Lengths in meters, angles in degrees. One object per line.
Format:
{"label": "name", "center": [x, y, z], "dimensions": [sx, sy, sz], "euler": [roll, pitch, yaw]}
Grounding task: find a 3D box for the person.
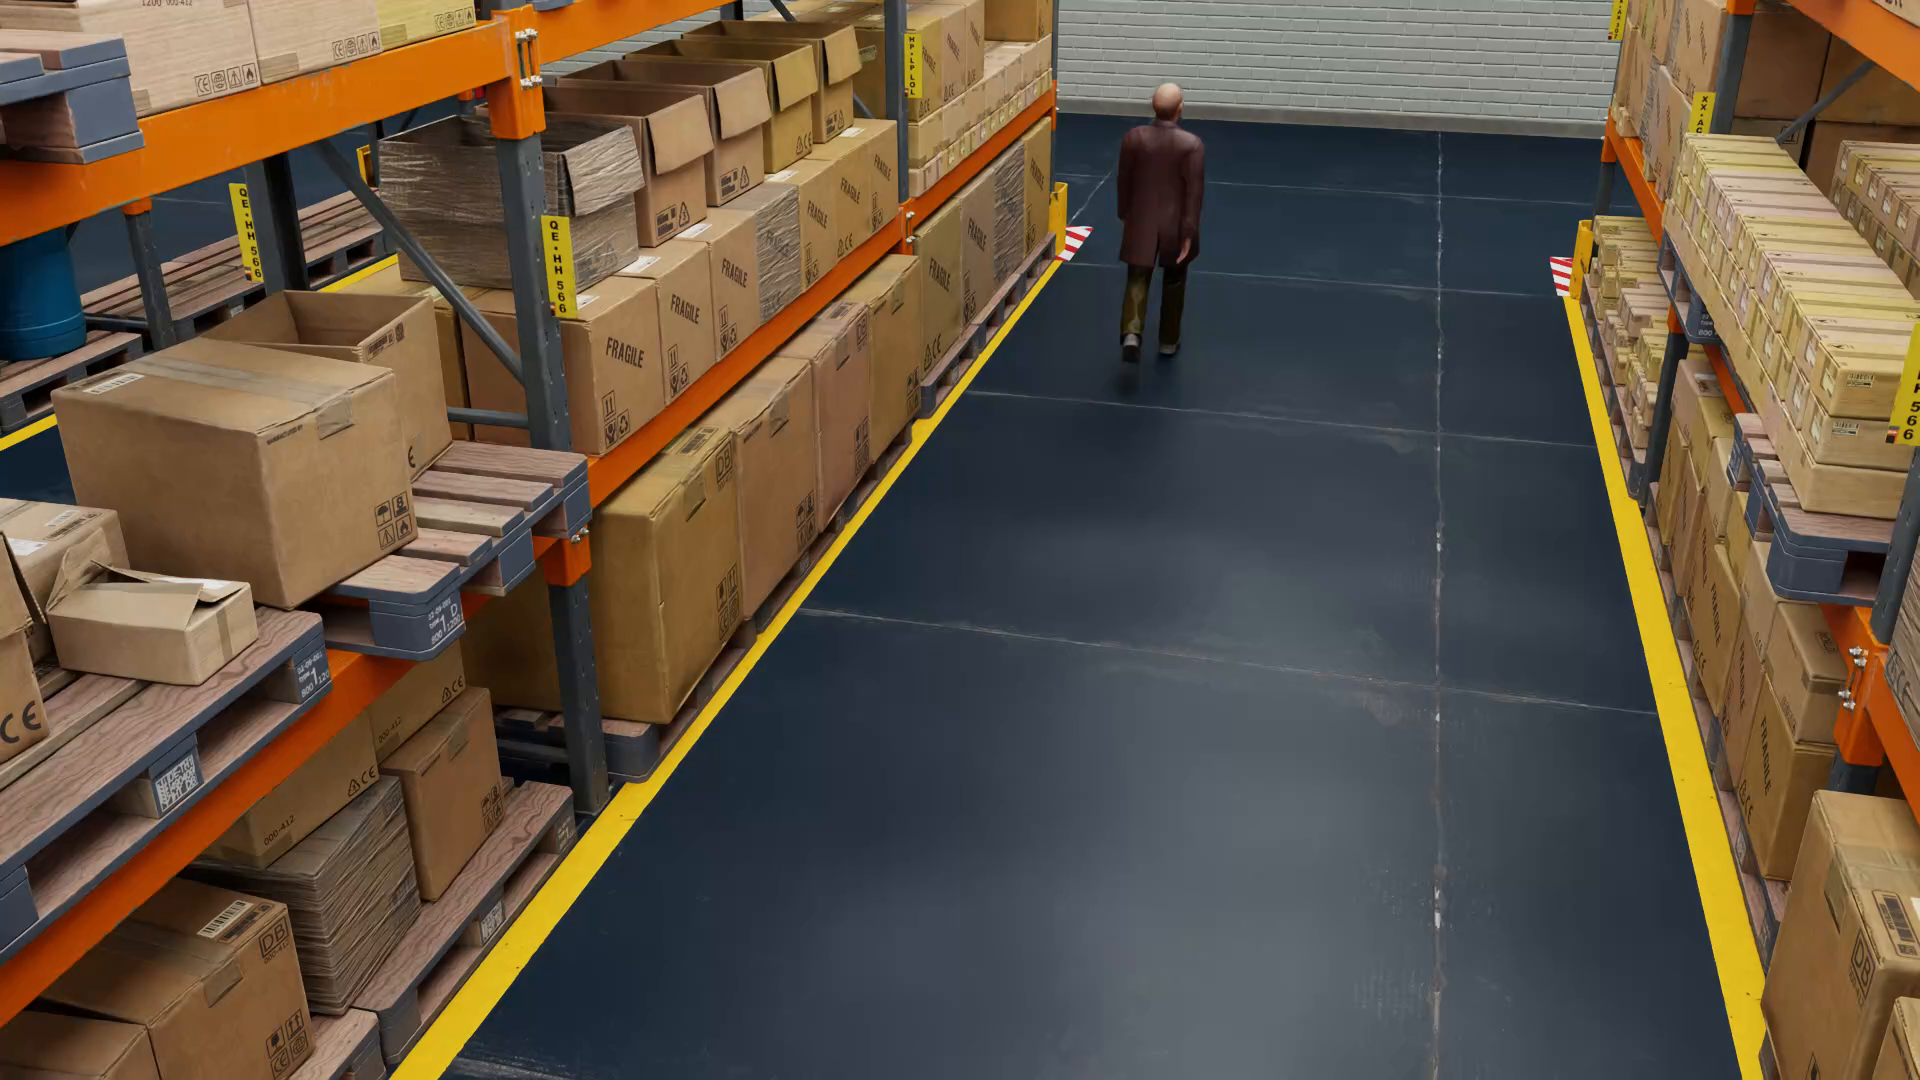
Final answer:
{"label": "person", "center": [1.232, -1.952, 10.307], "dimensions": [0.556, 1.743, 0.950], "euler": [6, 26, 12]}
